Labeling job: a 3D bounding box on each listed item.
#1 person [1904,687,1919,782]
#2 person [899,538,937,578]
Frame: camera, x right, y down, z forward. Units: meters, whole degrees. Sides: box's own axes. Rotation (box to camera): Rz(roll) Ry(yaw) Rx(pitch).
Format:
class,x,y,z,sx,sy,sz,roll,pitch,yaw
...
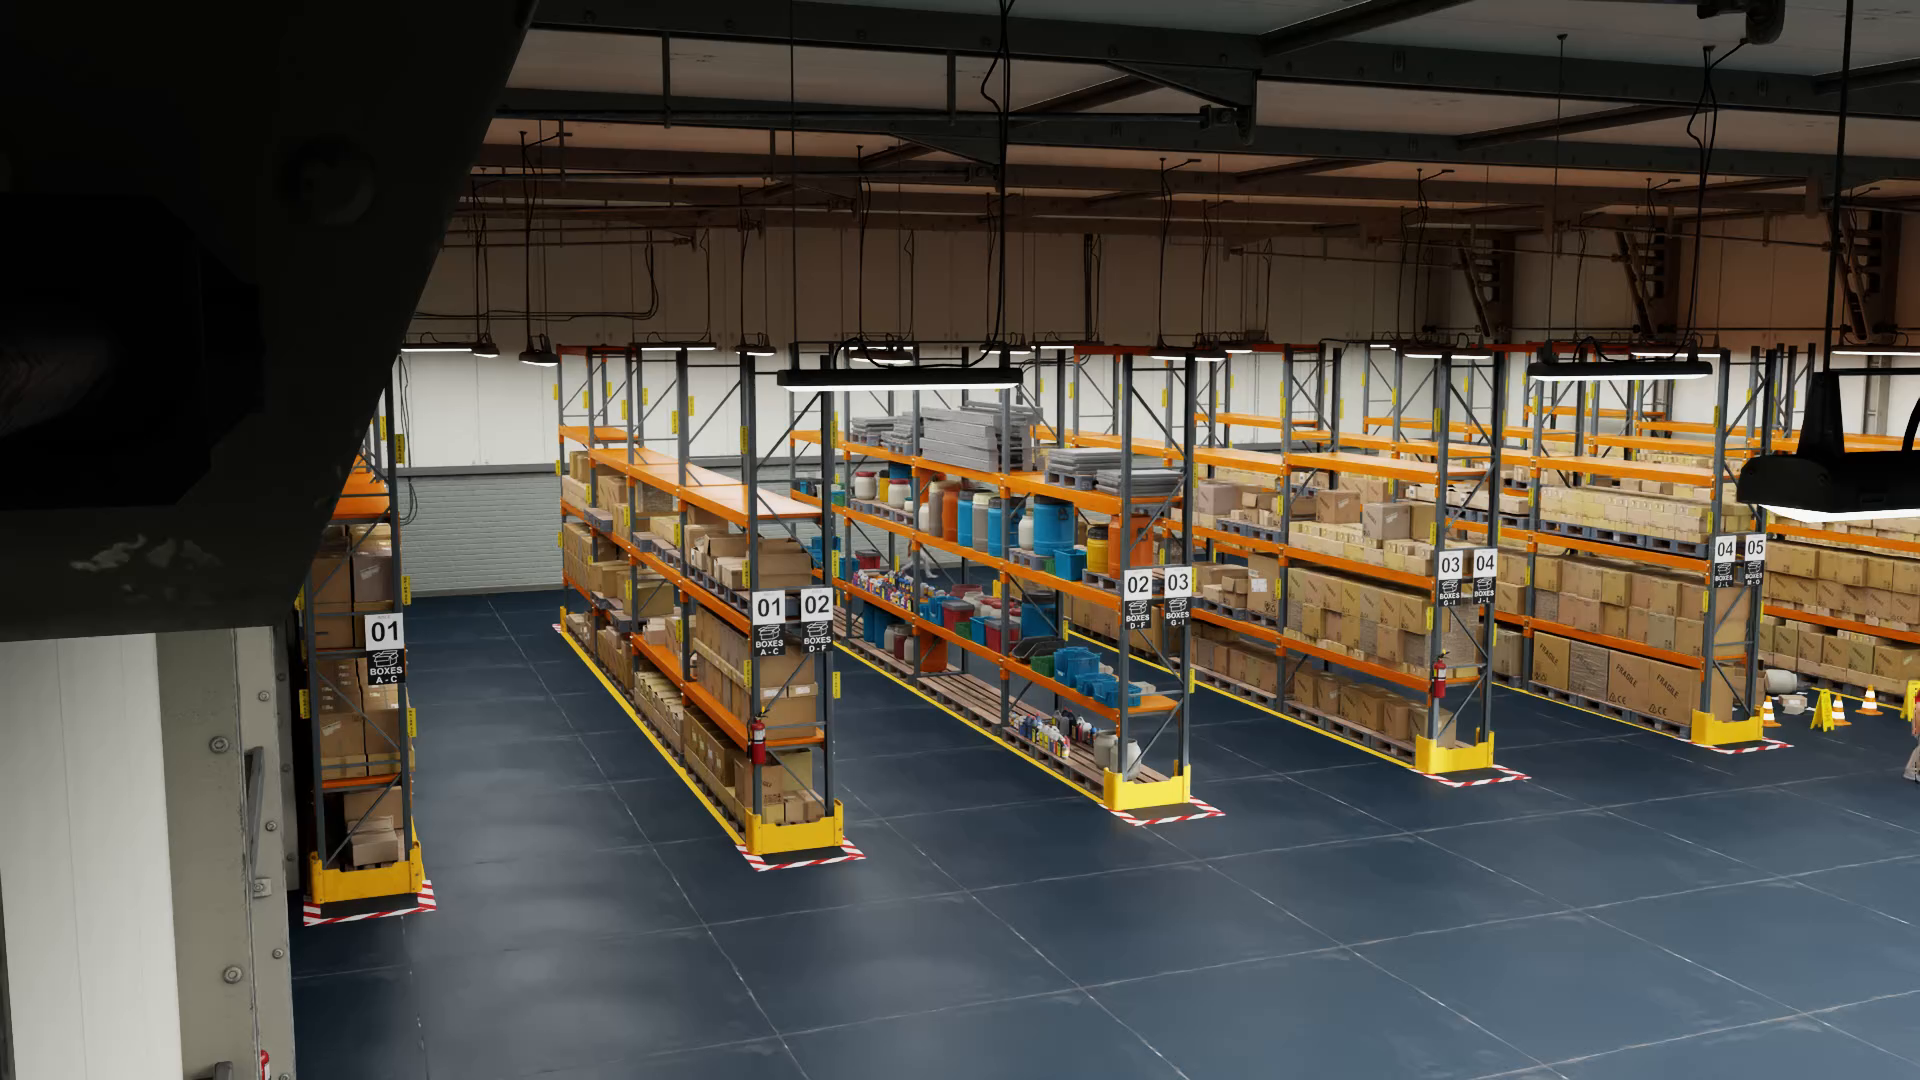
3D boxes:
class,x,y,z,sx,sy,sz,roll,pitch,yaw
person,13.438,2.599,22.973,0.561,1.792,0.702,-6,9,-38
person,-1.078,0.192,42.195,1.024,1.558,0.440,1,7,8
